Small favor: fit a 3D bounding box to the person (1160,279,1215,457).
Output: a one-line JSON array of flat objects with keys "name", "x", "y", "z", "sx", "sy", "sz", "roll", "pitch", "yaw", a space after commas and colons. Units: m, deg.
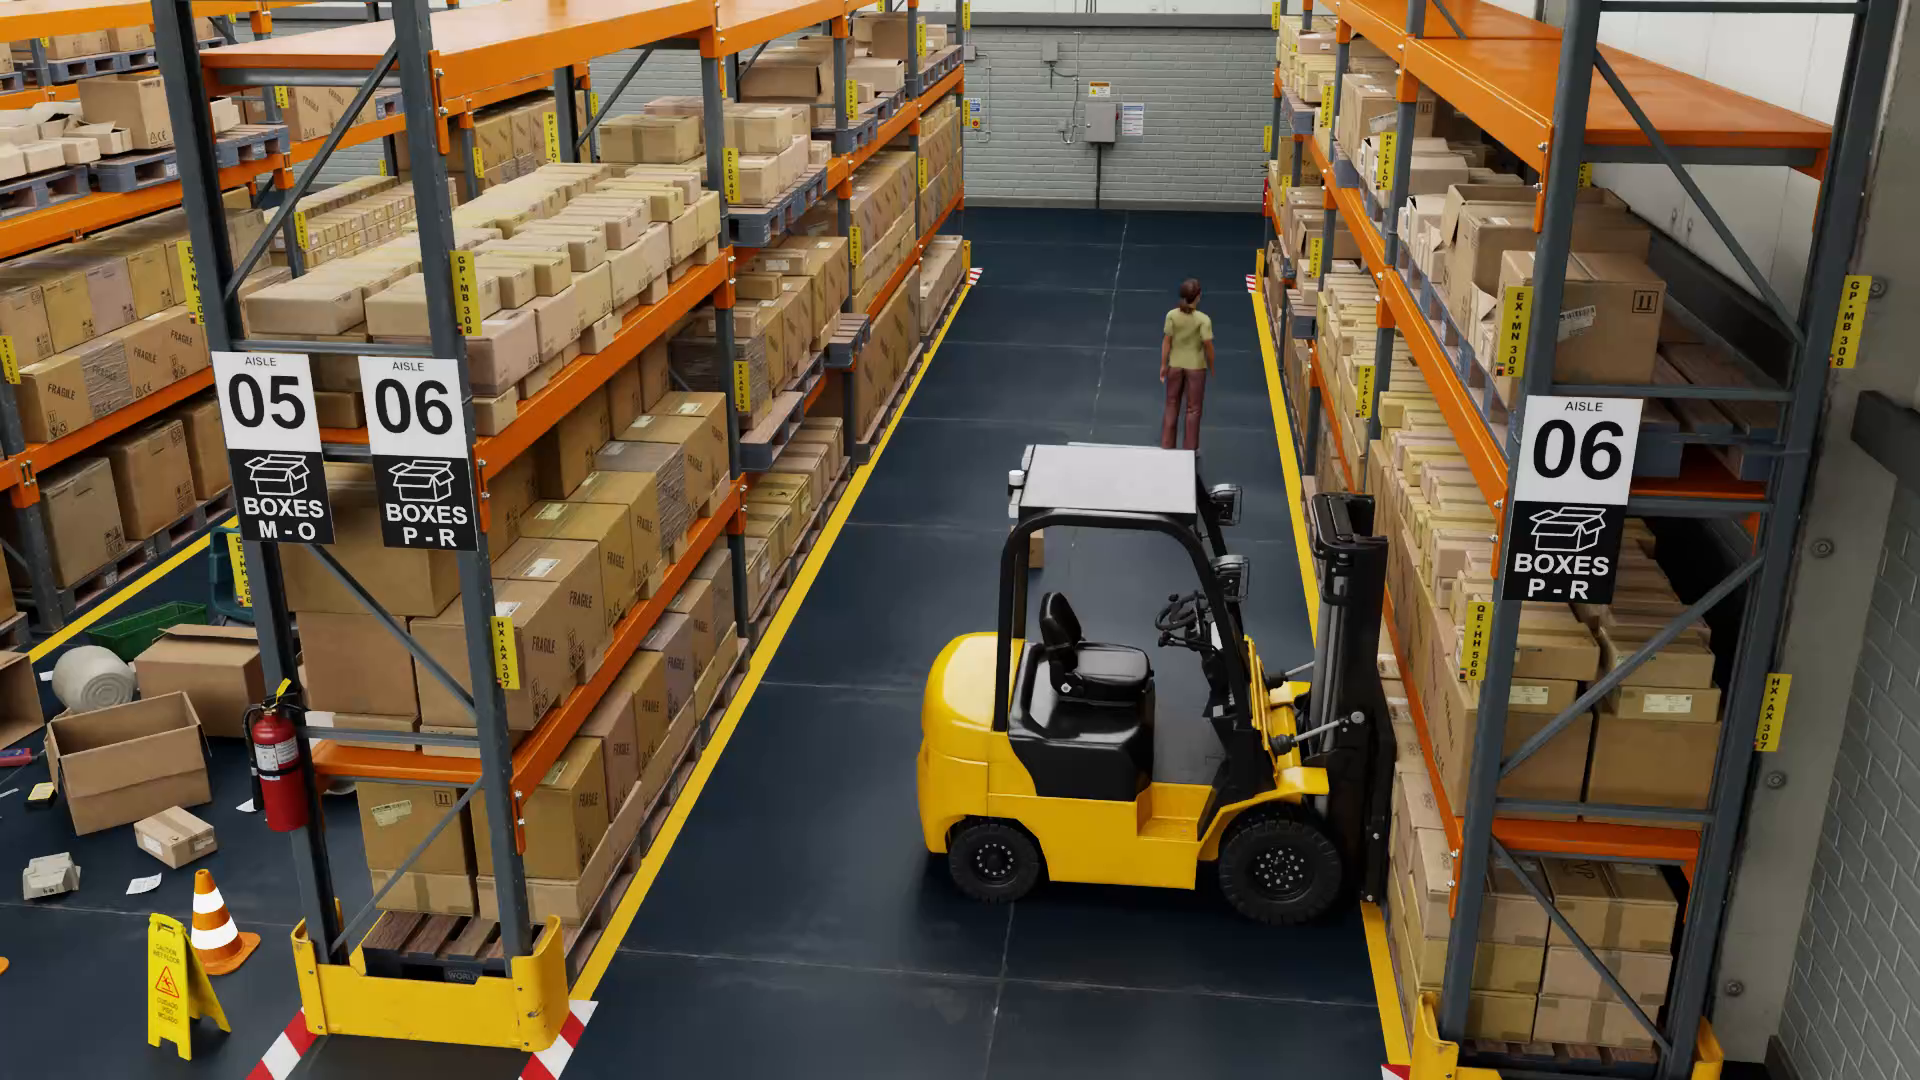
[{"name": "person", "x": 2.053, "y": -1.511, "z": 14.953, "sx": 0.480, "sy": 1.714, "sz": 0.451, "roll": 10, "pitch": 23, "yaw": 24}]
